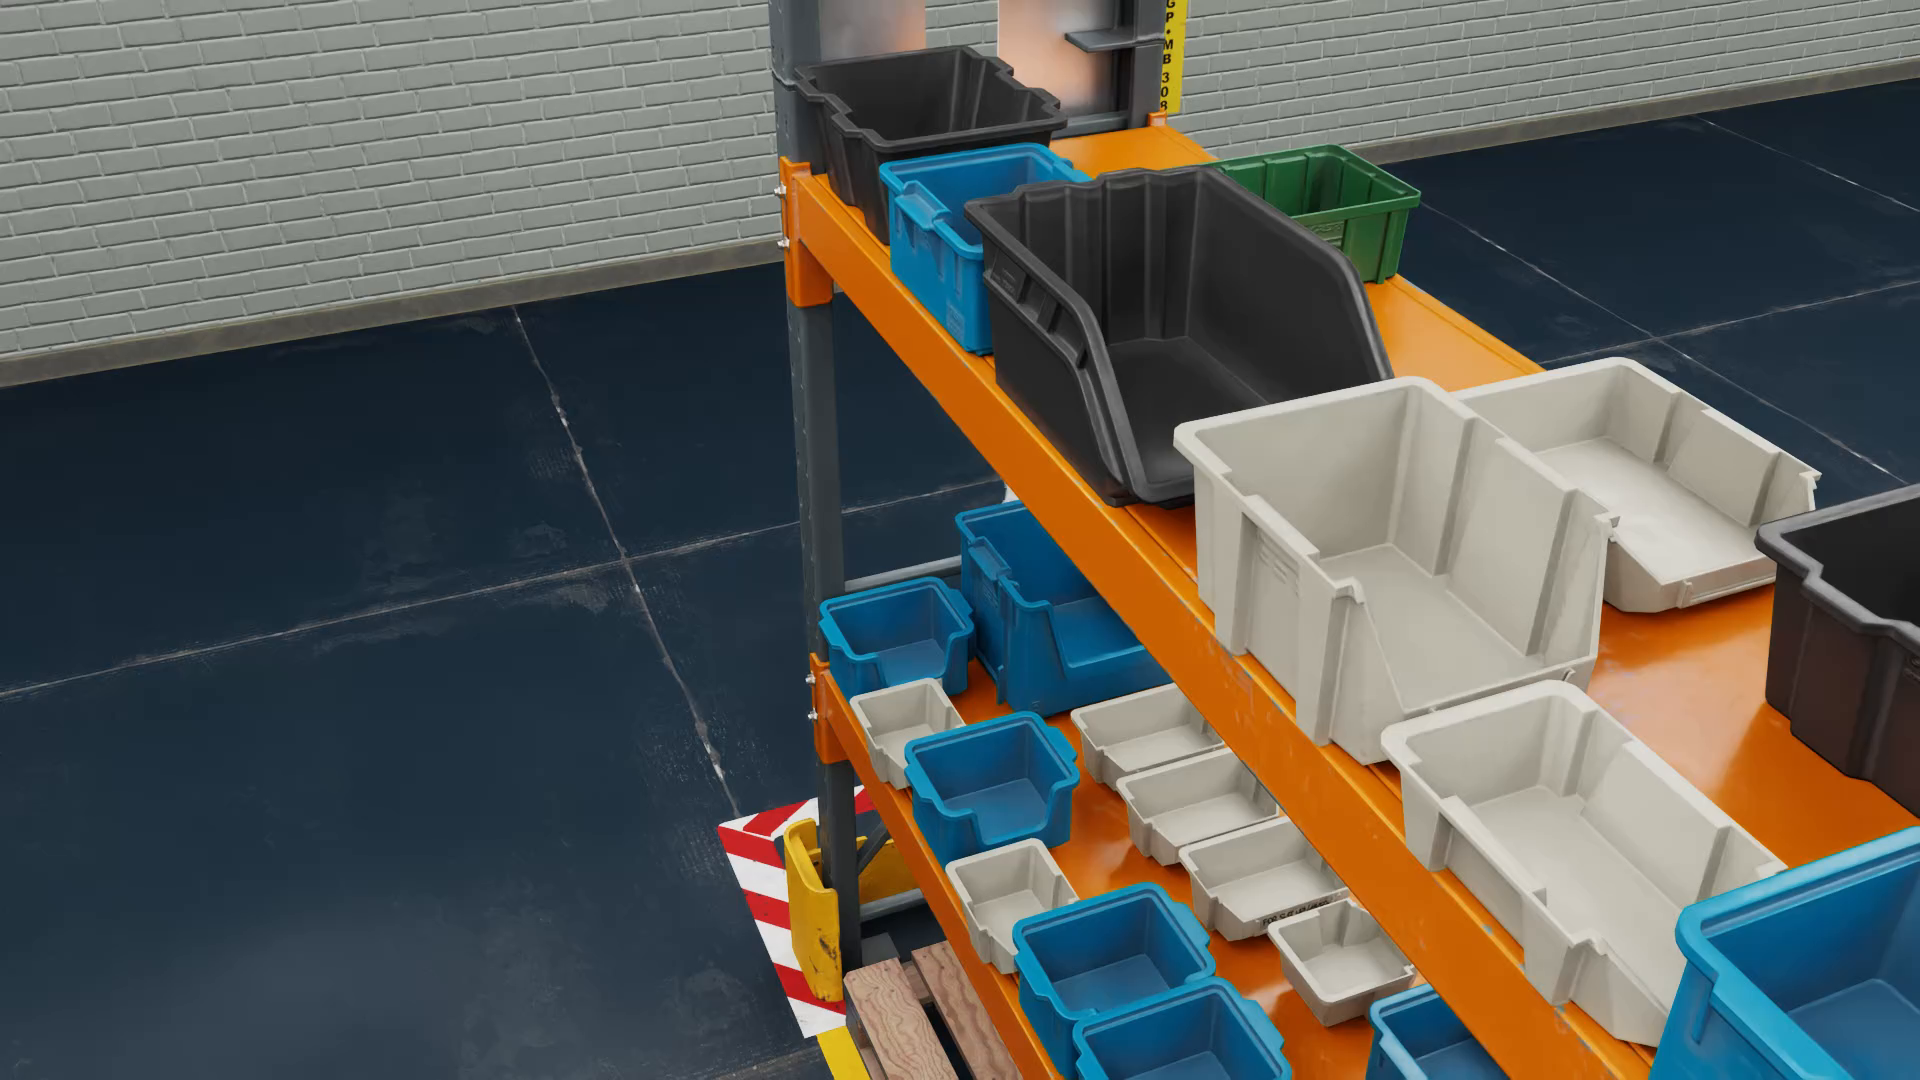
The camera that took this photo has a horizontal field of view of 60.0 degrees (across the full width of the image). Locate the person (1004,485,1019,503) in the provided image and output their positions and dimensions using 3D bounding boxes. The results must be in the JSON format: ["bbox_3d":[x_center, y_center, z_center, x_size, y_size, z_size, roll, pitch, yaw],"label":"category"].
[{"bbox_3d":[0.369,-0.260,6.569,0.589,1.815,0.646,28,42,36],"label":"person"}]
